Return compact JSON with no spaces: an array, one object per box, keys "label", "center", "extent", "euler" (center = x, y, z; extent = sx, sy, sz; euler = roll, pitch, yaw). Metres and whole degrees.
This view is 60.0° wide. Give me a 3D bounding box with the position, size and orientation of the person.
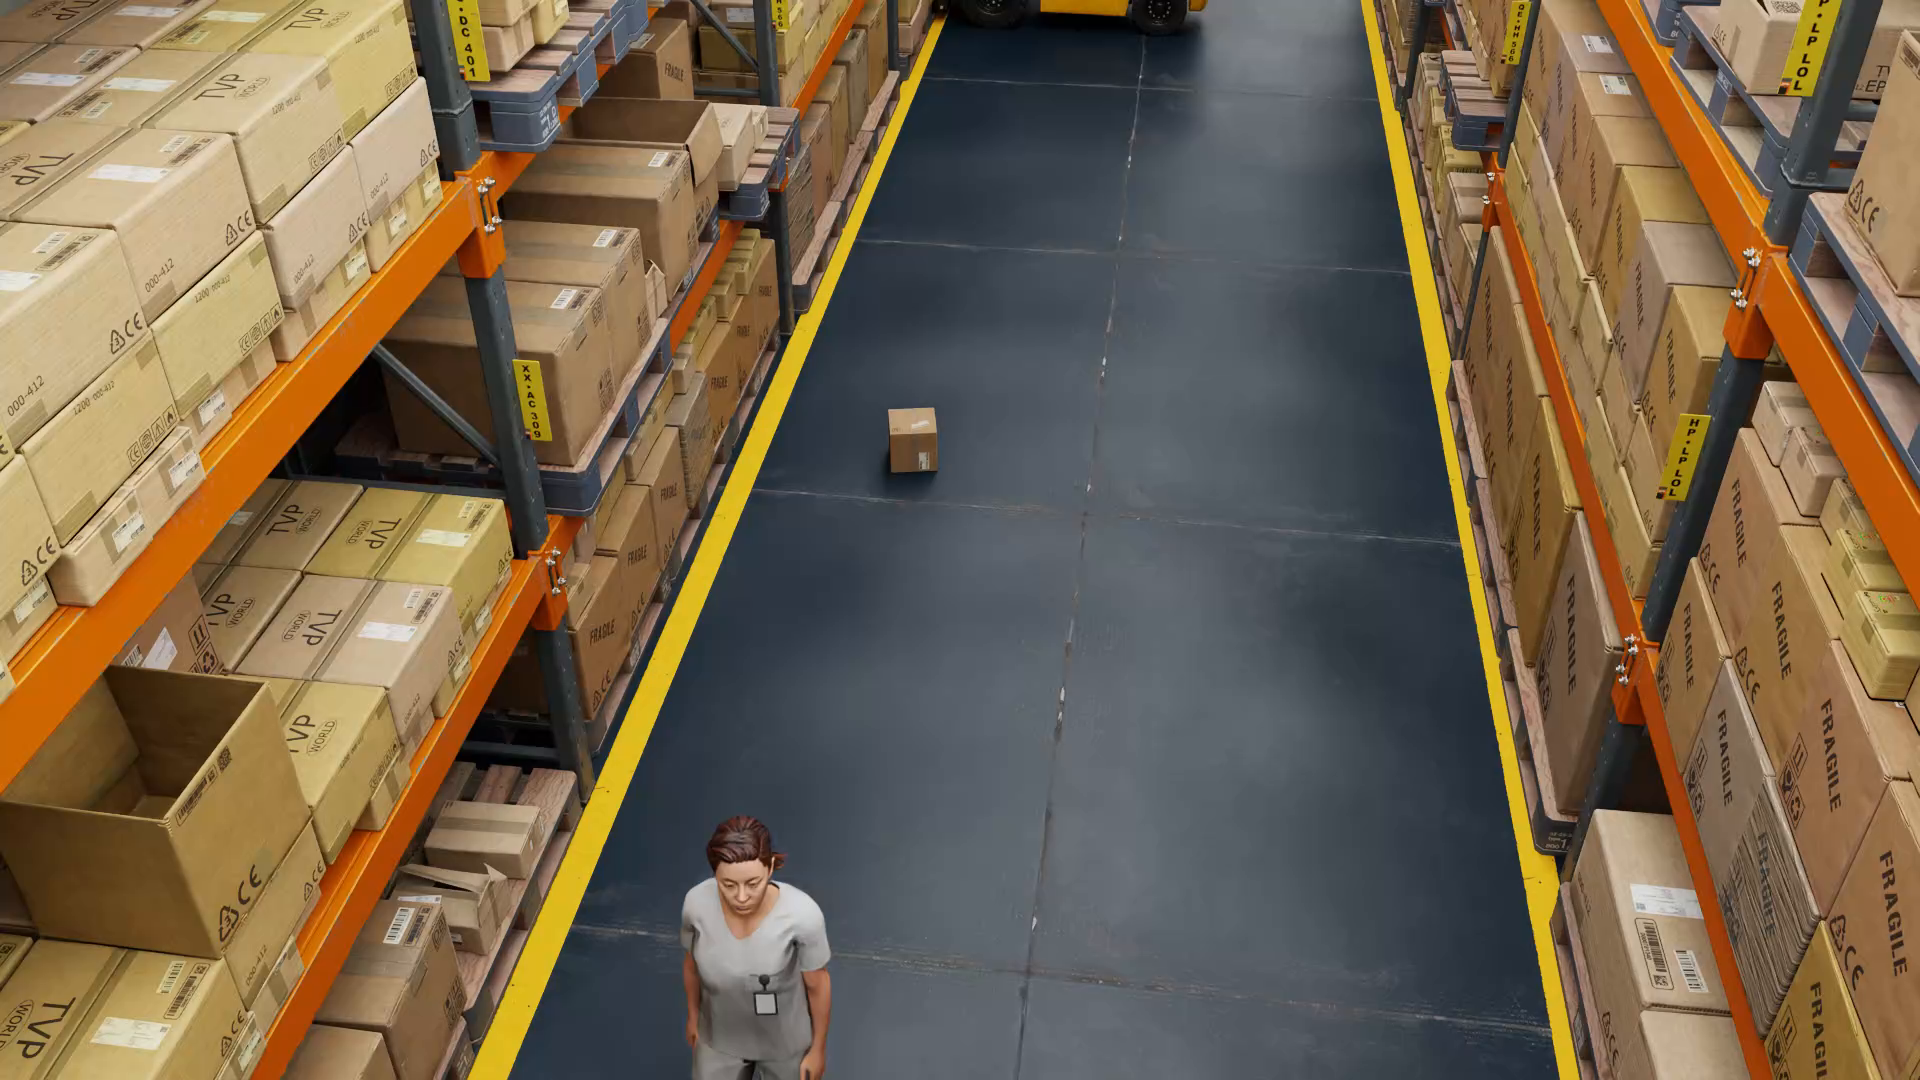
[{"label":"person","center":[-0.621,1.561,4.927],"extent":[0.471,1.719,0.516],"euler":[4,36,5]}]
